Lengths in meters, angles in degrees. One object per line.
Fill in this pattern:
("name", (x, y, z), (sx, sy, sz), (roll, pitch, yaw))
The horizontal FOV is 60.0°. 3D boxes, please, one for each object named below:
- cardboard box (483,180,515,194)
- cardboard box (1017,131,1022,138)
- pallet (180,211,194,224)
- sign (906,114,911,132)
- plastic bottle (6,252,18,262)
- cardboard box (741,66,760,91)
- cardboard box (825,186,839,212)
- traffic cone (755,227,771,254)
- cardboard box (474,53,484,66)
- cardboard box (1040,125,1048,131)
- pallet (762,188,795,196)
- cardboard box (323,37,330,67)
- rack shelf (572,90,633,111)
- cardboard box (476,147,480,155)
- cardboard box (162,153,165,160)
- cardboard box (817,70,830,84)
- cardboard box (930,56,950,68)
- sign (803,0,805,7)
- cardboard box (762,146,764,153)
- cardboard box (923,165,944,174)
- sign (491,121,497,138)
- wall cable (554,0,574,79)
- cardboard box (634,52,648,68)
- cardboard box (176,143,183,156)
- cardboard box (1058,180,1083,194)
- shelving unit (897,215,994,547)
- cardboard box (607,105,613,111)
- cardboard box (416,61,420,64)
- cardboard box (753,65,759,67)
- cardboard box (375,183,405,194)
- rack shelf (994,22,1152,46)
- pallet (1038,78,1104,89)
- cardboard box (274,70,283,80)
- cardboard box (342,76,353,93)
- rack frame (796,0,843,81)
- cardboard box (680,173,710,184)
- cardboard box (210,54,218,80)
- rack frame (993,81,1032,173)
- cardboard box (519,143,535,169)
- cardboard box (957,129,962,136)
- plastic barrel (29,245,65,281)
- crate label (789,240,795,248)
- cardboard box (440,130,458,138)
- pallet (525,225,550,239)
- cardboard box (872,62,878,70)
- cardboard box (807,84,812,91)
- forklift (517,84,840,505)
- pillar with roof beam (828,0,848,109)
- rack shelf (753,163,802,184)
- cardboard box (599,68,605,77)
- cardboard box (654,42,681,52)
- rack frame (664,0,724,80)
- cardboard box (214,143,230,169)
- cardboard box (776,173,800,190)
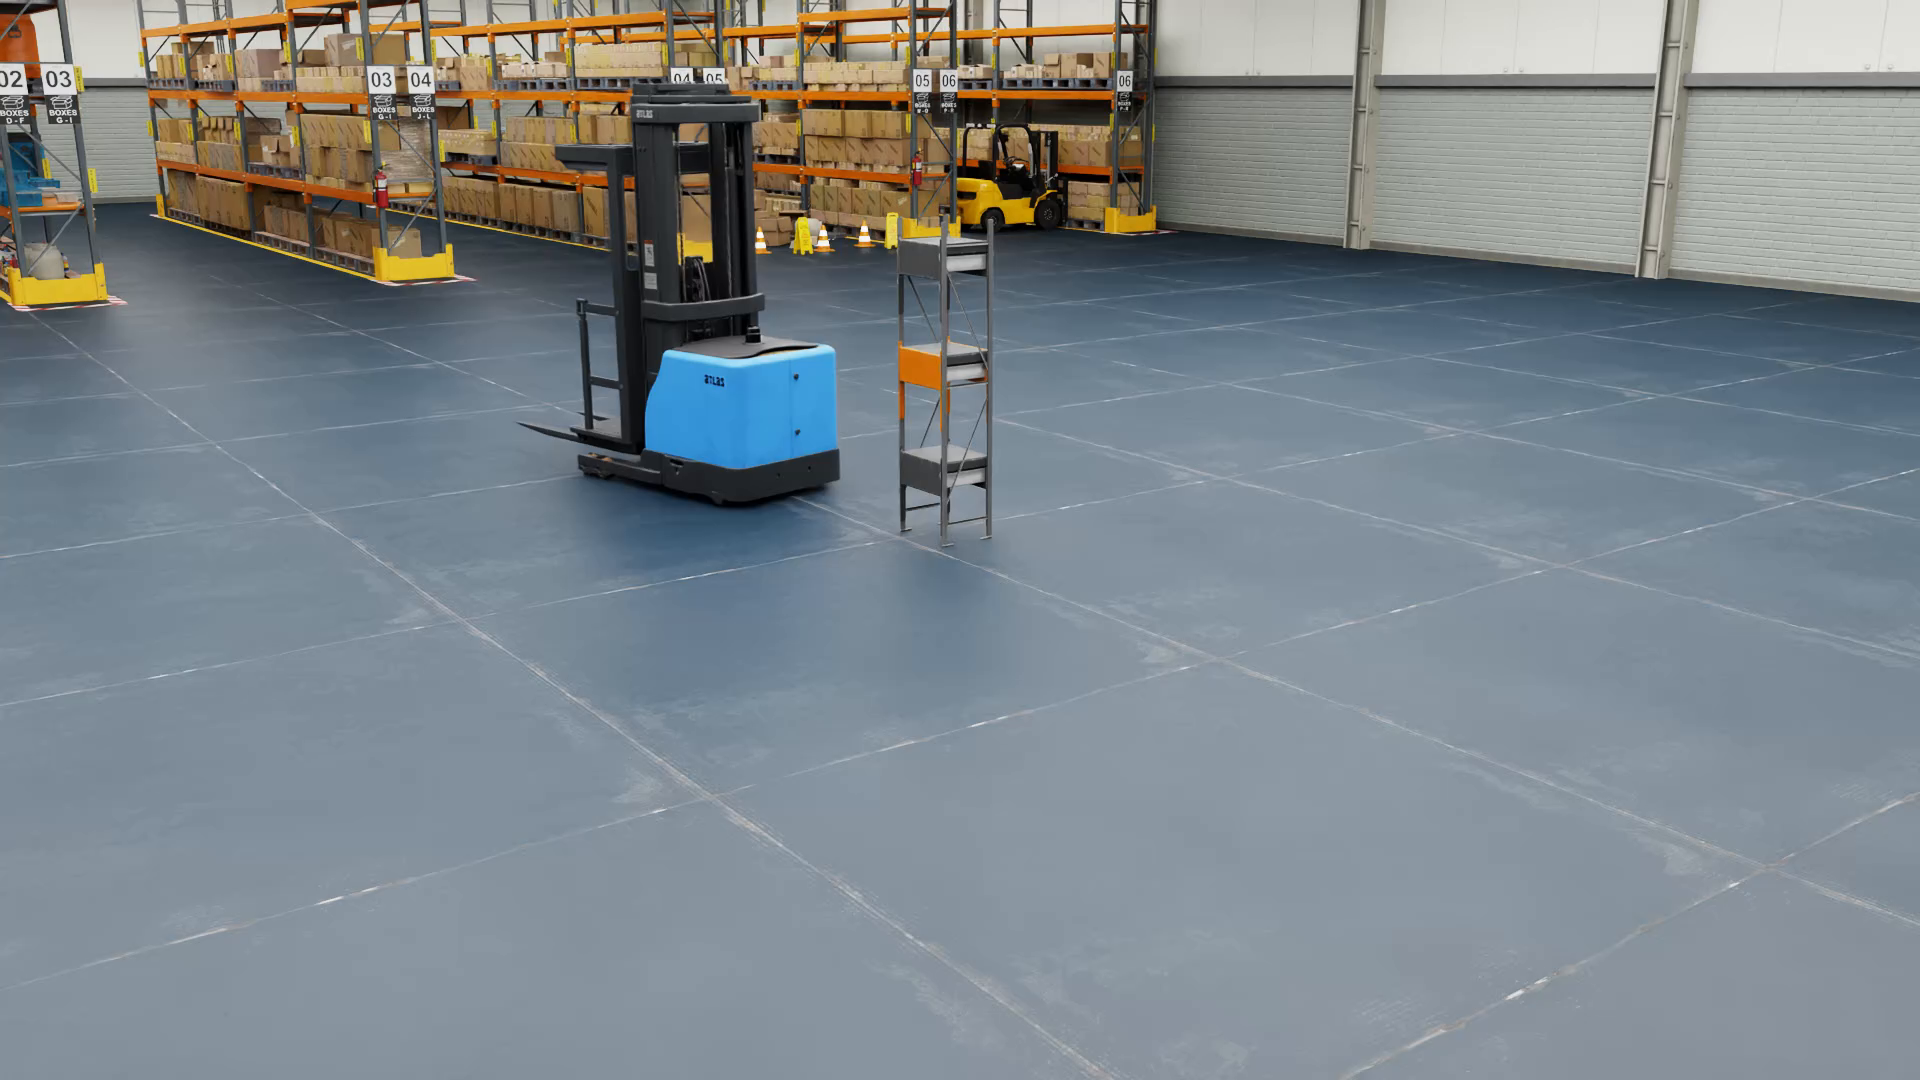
("cardboard box", (-9.757, -7.469, 35.203), (0.500, 0.250, 0.500), (-11, 19, -36))
("cardboard box", (1.471, -8.858, 36.341), (0.380, 0.149, 0.250), (-11, 19, -35))
("pallet", (-16.671, -7.201, 36.988), (1.003, 0.211, 1.213), (-11, 19, -35))
("sign", (-0.955, -7.716, 30.794), (0.100, 0.325, 0.005), (-11, 19, -35))
("plastic bottle", (-14.264, -4.193, 25.040), (0.152, 0.276, 0.135), (-11, 19, -35))
("cardboard box", (-4.278, -9.971, 35.946), (0.797, 0.503, 0.637), (-11, 19, -35))
("cardboard box", (-2.393, -6.899, 33.592), (0.500, 0.500, 0.500), (-10, 18, -32))
("traffic cone", (-3.602, -5.407, 29.956), (0.336, 0.463, 0.334), (-11, 19, -35))
("cardboard box", (-9.904, -10.023, 34.693), (0.396, 0.266, 0.258), (-11, 19, -35))
("cardboard box", (1.936, -8.840, 35.711), (0.380, 0.149, 0.250), (-11, 19, -35))
("pallet", (-4.662, -9.483, 45.325), (1.003, 0.211, 1.213), (-11, 19, -35))
("cardboard box", (-10.391, -8.226, 28.067), (0.500, 0.500, 0.500), (-12, 19, -36))
("rack shelf", (-5.615, -7.824, 29.661), (1.077, 0.370, 4.000), (-11, 19, -35))
("cardboard box", (-9.949, -8.174, 34.940), (0.380, 0.149, 0.250), (-11, 19, -35))
("cardboard box", (-17.673, -8.608, 37.321), (0.380, 0.149, 0.250), (-11, 19, -36))
("cardboard box", (-2.498, -9.214, 33.097), (0.500, 0.250, 0.500), (-11, 19, -35))
("cardboard box", (-0.358, -10.902, 38.372), (0.500, 0.500, 0.500), (-10, 18, -33))
("sign", (-3.987, -13.723, 42.249), (0.100, 0.325, 0.005), (-11, 19, -35))
("cardboard box", (-4.032, -8.382, 35.699), (0.380, 0.149, 0.250), (-12, 19, -36))
("cardboard box", (-0.527, -7.070, 31.703), (0.380, 0.149, 0.250), (-11, 19, -34))
("sign", (-9.576, -8.439, 34.185), (0.100, 0.325, 0.005), (-11, 19, -35))
("wall cable", (-10.589, -15.127, 49.227), (2.988, 3.039, 0.133), (-11, 19, -35))
("cardboard box", (-5.246, -8.234, 28.532), (0.500, 0.250, 0.500), (-11, 19, -34))
("cardboard box", (-16.644, -8.455, 36.006), (0.500, 0.250, 0.500), (-10, 18, -33))
("cardboard box", (2.386, -7.481, 35.246), (0.500, 0.250, 0.500), (-11, 19, -34))
("shelving unit", (-0.097, -1.048, 10.928), (0.431, 2.100, 0.503), (-11, 19, -35))
("cardboard box", (-8.534, -10.736, 41.308), (0.380, 0.149, 0.250), (-11, 19, -35))
("cardboard box", (-12.063, -10.747, 37.559), (0.380, 0.149, 0.250), (-10, 18, -33))
("cardboard box", (-5.241, -12.683, 44.827), (0.500, 0.250, 0.500), (-11, 19, -35))
("cardboard box", (-8.845, -5.456, 25.806), (0.380, 0.149, 0.250), (-11, 19, -35))
("rack shelf", (2.343, -10.639, 35.022), (1.077, 0.370, 4.000), (-11, 19, -35))
("pallet", (2.402, -9.678, 35.240), (1.003, 0.211, 1.213), (-11, 19, -35))
("cardboard box", (-12.046, -8.324, 29.774), (0.380, 0.166, 0.250), (-12, 19, -36))
("cardboard box", (-9.295, -7.093, 25.911), (0.500, 0.250, 0.500), (-11, 19, -34))
("rack frame", (-2.846, -10.835, 33.616), (1.000, 3.000, 0.127), (-11, 19, -35))
("cardboard box", (-4.694, -6.442, 28.645), (0.875, 0.550, 0.550), (-11, 19, -35))
("cardboard box", (-14.432, -9.389, 33.026), (0.797, 0.503, 0.637), (-11, 19, -35))
("rack frame", (1.167, -8.712, 37.226), (1.000, 3.000, 0.127), (-11, 19, -35))
("cardboard box", (-8.500, -7.700, 33.338), (0.500, 0.500, 0.500), (-11, 19, -35))
("cardboard box", (0.153, -9.326, 38.050), (0.380, 0.149, 0.250), (-11, 19, -36))
("plastic barrel", (-12.965, -3.911, 23.602), (0.421, 0.512, 0.421), (0, 15, 0))
("crate label", (-3.001, -5.511, 30.953), (0.298, 0.136, 0.250), (7, 17, 23))
("cardboard box", (-11.173, -8.905, 36.483), (0.380, 0.149, 0.250), (-11, 19, -35))
("pallet", (-8.027, -6.220, 33.402), (1.003, 0.211, 1.213), (-11, 19, -35))
("cardboard box", (-1.463, -9.052, 31.750), (0.380, 0.149, 0.250), (-11, 19, -35))
("cardboard box", (-2.861, -9.161, 33.659), (0.380, 0.149, 0.250), (-11, 19, -35))
("forklift", (-2.331, -1.972, 12.729), (3.031, 2.935, 1.130), (13, 20, 40))
("pillar with roof beam", (-6.700, -12.935, 41.289), (9.100, 9.000, 0.400), (-11, 19, -35))
("rack shelf", (-4.022, -8.021, 36.064), (1.077, 0.370, 4.000), (-11, 19, -35))
("cardboard box", (-6.252, -8.380, 29.821), (0.380, 0.149, 0.250), (-11, 19, -35))
("cardboard box", (-4.911, -8.277, 27.935), (0.380, 0.149, 0.250), (-11, 19, -34))
("rack frame", (-4.439, -9.191, 27.610), (1.000, 3.000, 0.127), (-11, 19, -35))
("cardboard box", (-14.599, -7.699, 33.333), (0.500, 0.500, 0.500), (-10, 18, -33))
("cardboard box", (-4.525, -9.716, 44.833), (0.700, 0.500, 0.500), (-12, 19, -37))
